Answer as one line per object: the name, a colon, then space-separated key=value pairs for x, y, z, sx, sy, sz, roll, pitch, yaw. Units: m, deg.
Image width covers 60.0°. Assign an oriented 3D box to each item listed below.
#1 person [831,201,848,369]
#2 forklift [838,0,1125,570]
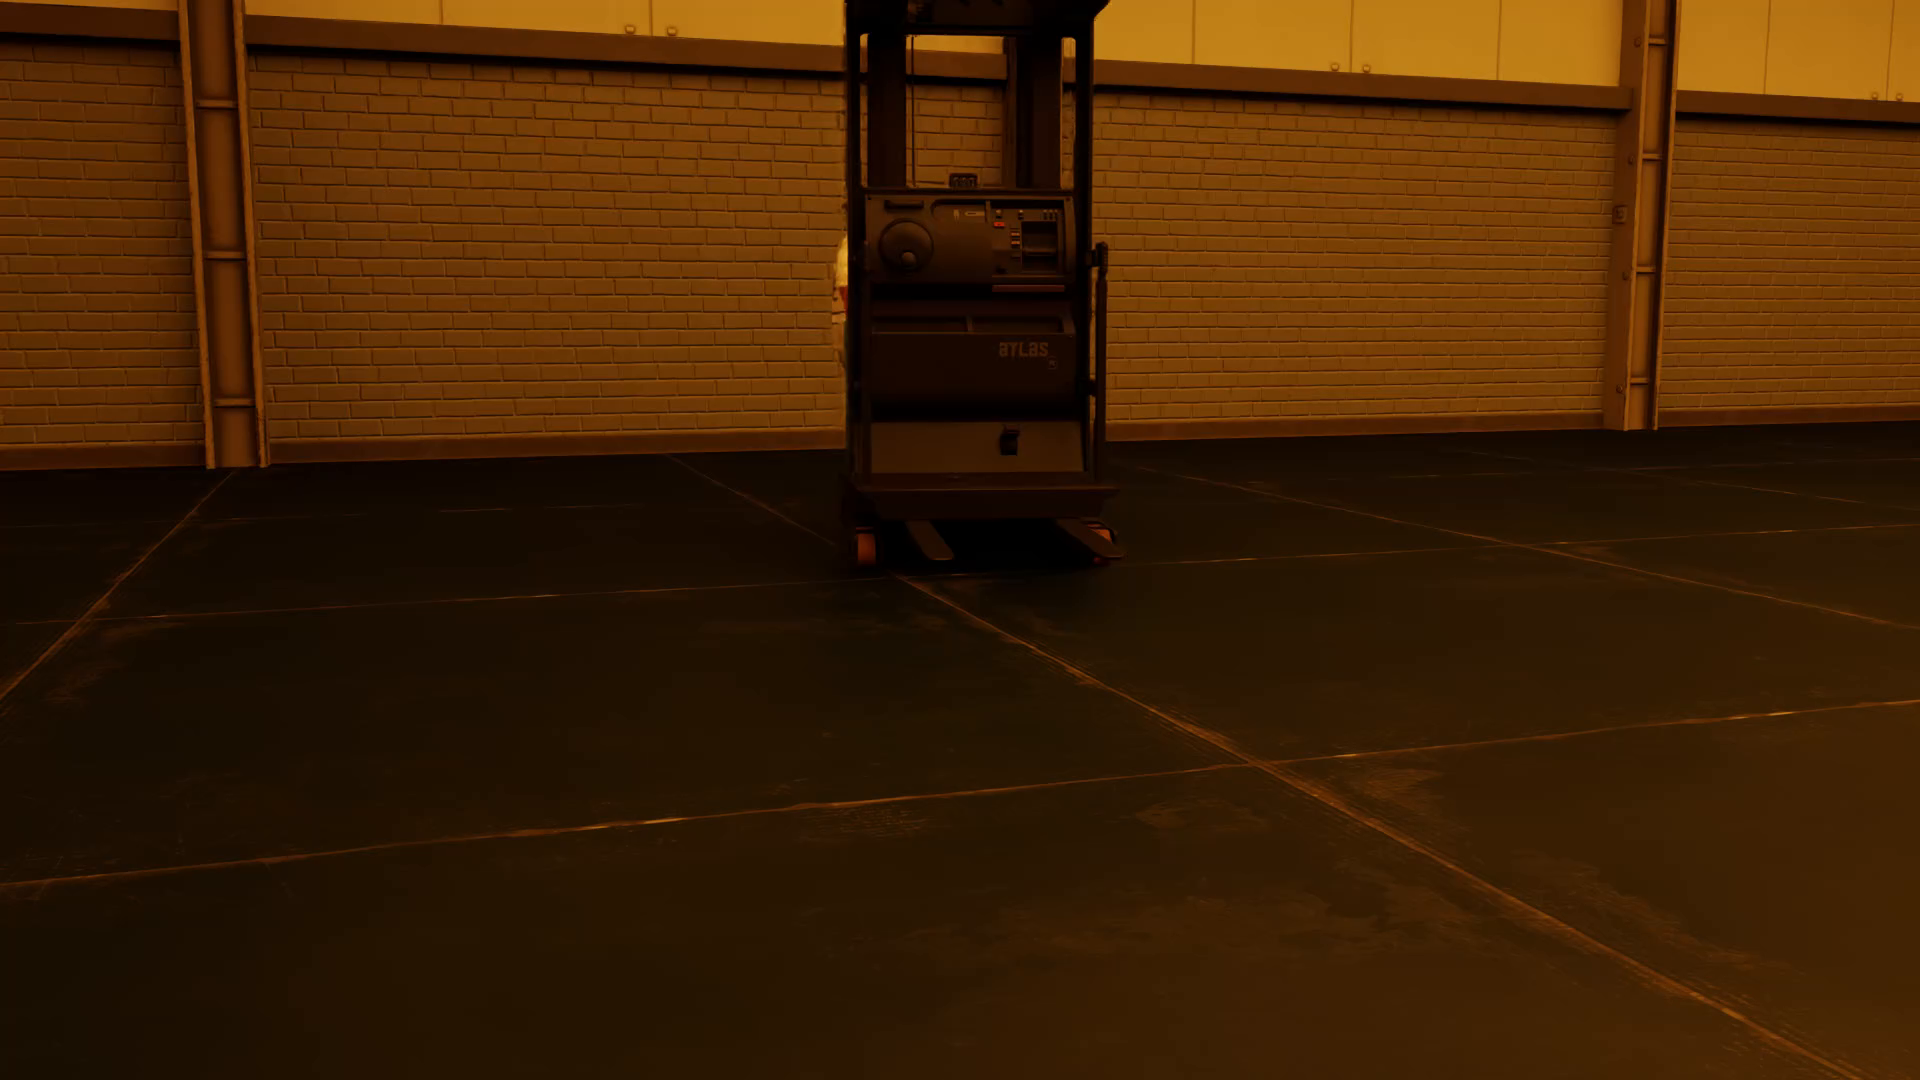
person: x=-0.489 y=-1.121 z=9.594 sx=0.496 sy=1.771 sz=0.664 roll=0 pitch=8 yaw=-2
forklift: x=0.071 y=-1.371 z=7.125 sx=1.130 sy=2.935 sz=3.031 roll=-1 pitch=8 yaw=-6
